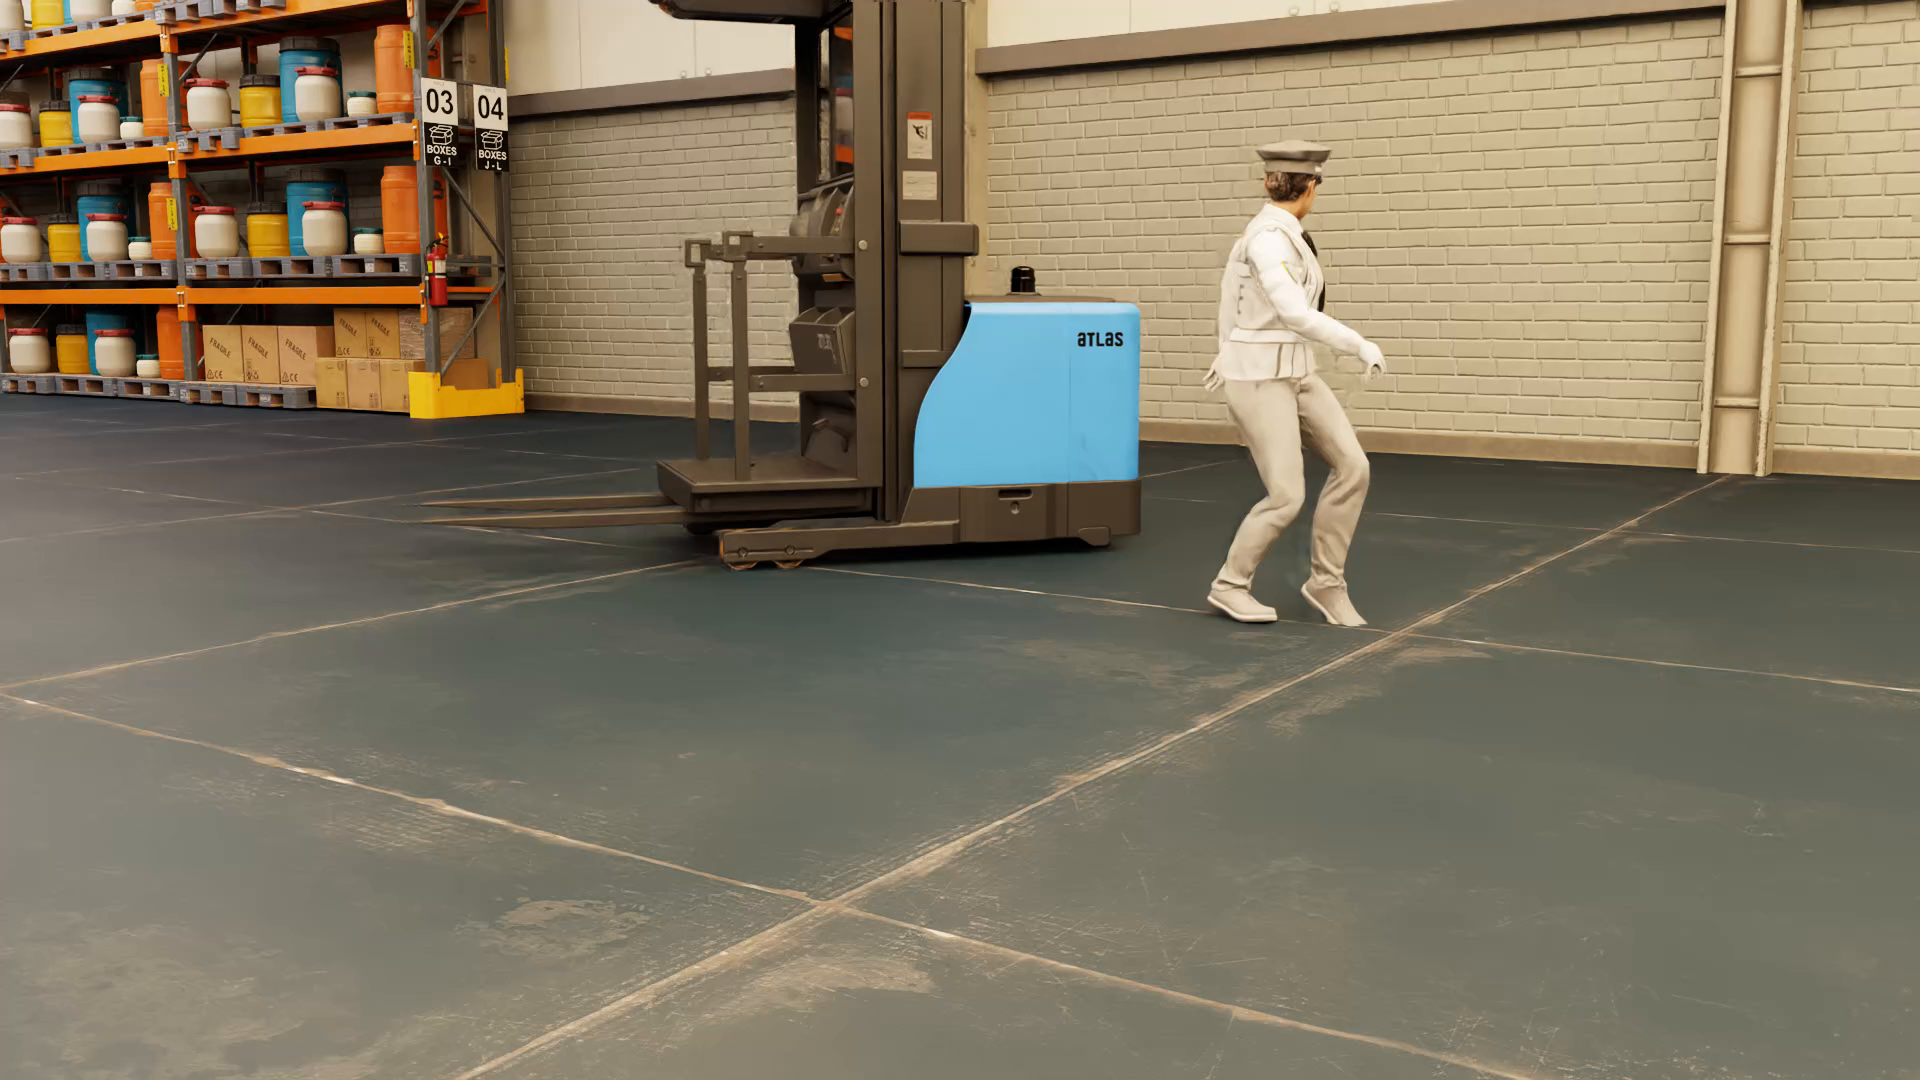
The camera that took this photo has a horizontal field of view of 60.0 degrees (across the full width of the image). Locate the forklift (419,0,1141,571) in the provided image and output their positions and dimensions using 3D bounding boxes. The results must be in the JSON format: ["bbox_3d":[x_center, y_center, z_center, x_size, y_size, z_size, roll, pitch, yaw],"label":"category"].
[{"bbox_3d":[-0.778,-1.411,7.112,3.031,2.935,1.130,-3,8,-18],"label":"forklift"}]

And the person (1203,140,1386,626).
[{"bbox_3d":[1.071,-0.497,5.616,0.734,1.664,0.577,5,10,32],"label":"person"}]
